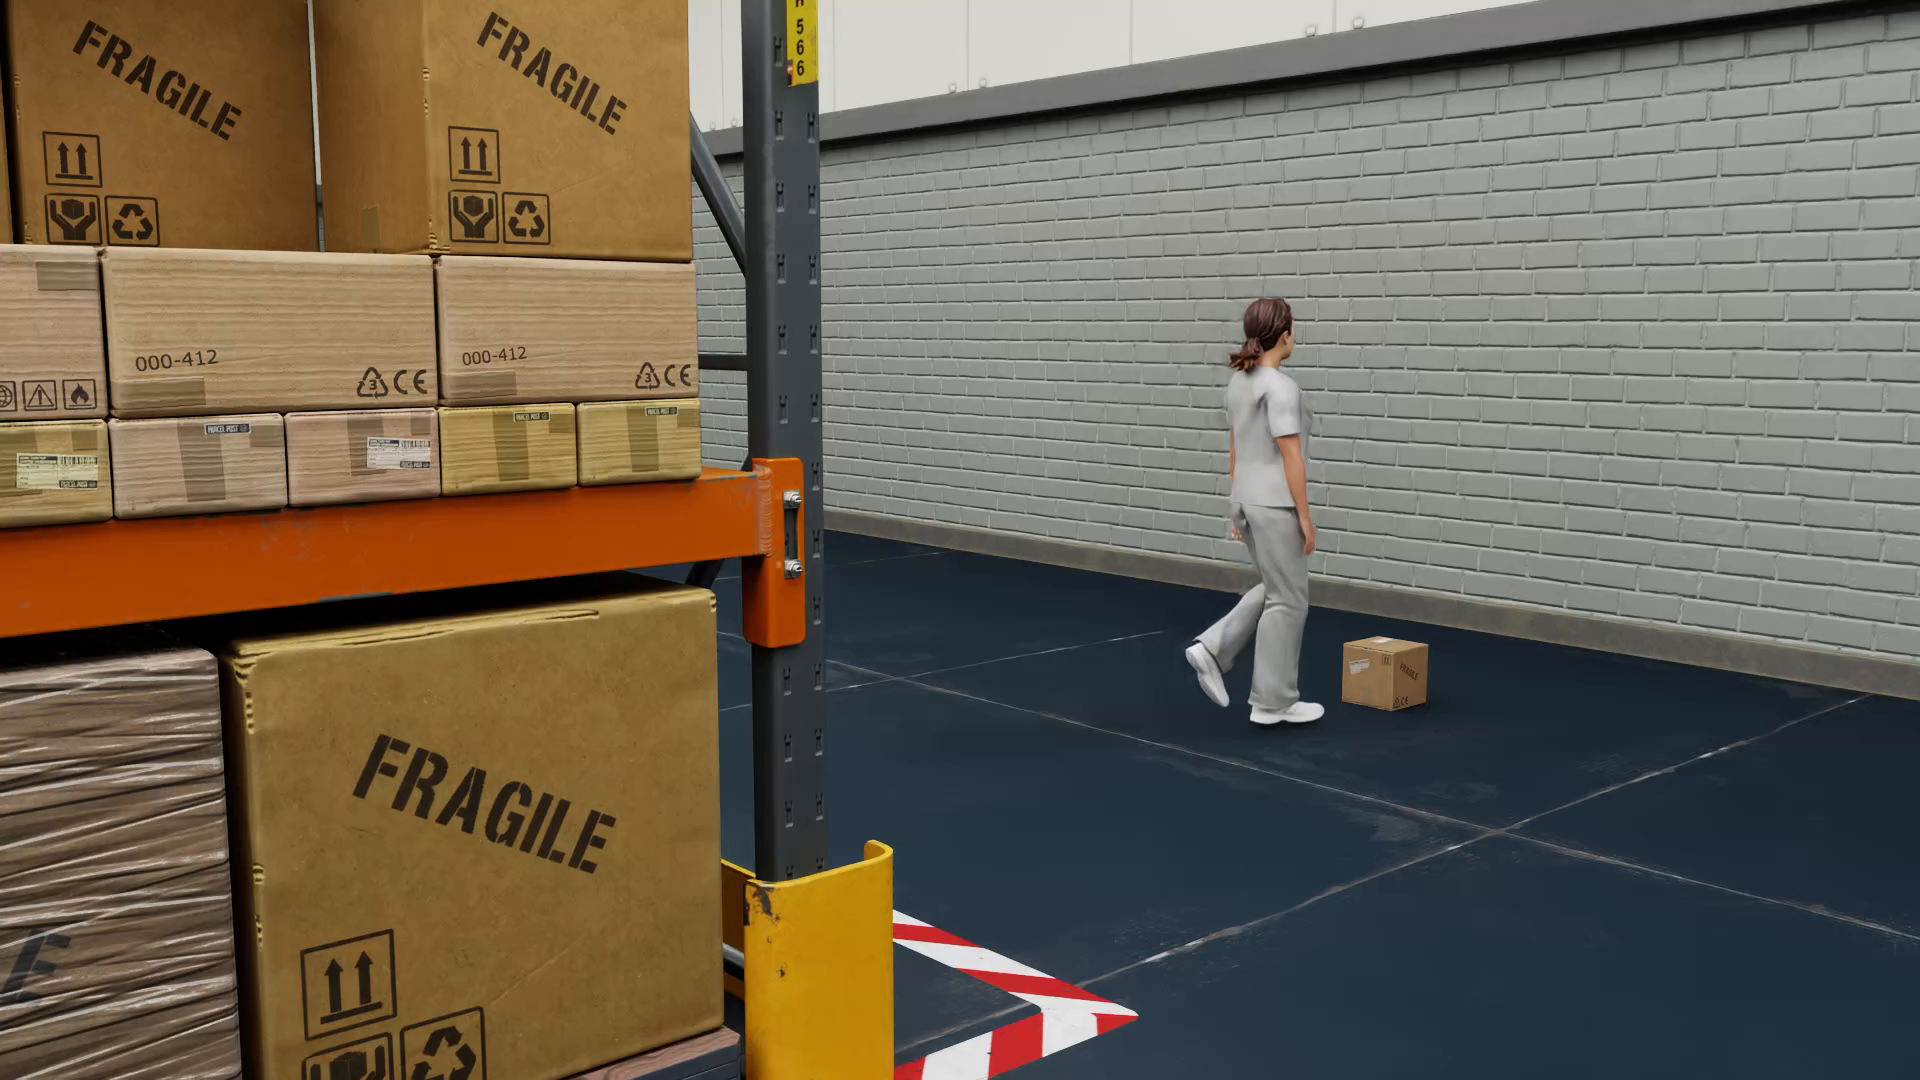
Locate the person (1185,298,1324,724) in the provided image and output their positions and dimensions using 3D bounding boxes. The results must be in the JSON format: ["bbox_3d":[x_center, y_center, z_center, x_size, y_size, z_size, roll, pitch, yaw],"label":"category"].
[{"bbox_3d":[1.183,-0.107,6.503,0.527,1.662,0.456,-2,8,-14],"label":"person"}]
